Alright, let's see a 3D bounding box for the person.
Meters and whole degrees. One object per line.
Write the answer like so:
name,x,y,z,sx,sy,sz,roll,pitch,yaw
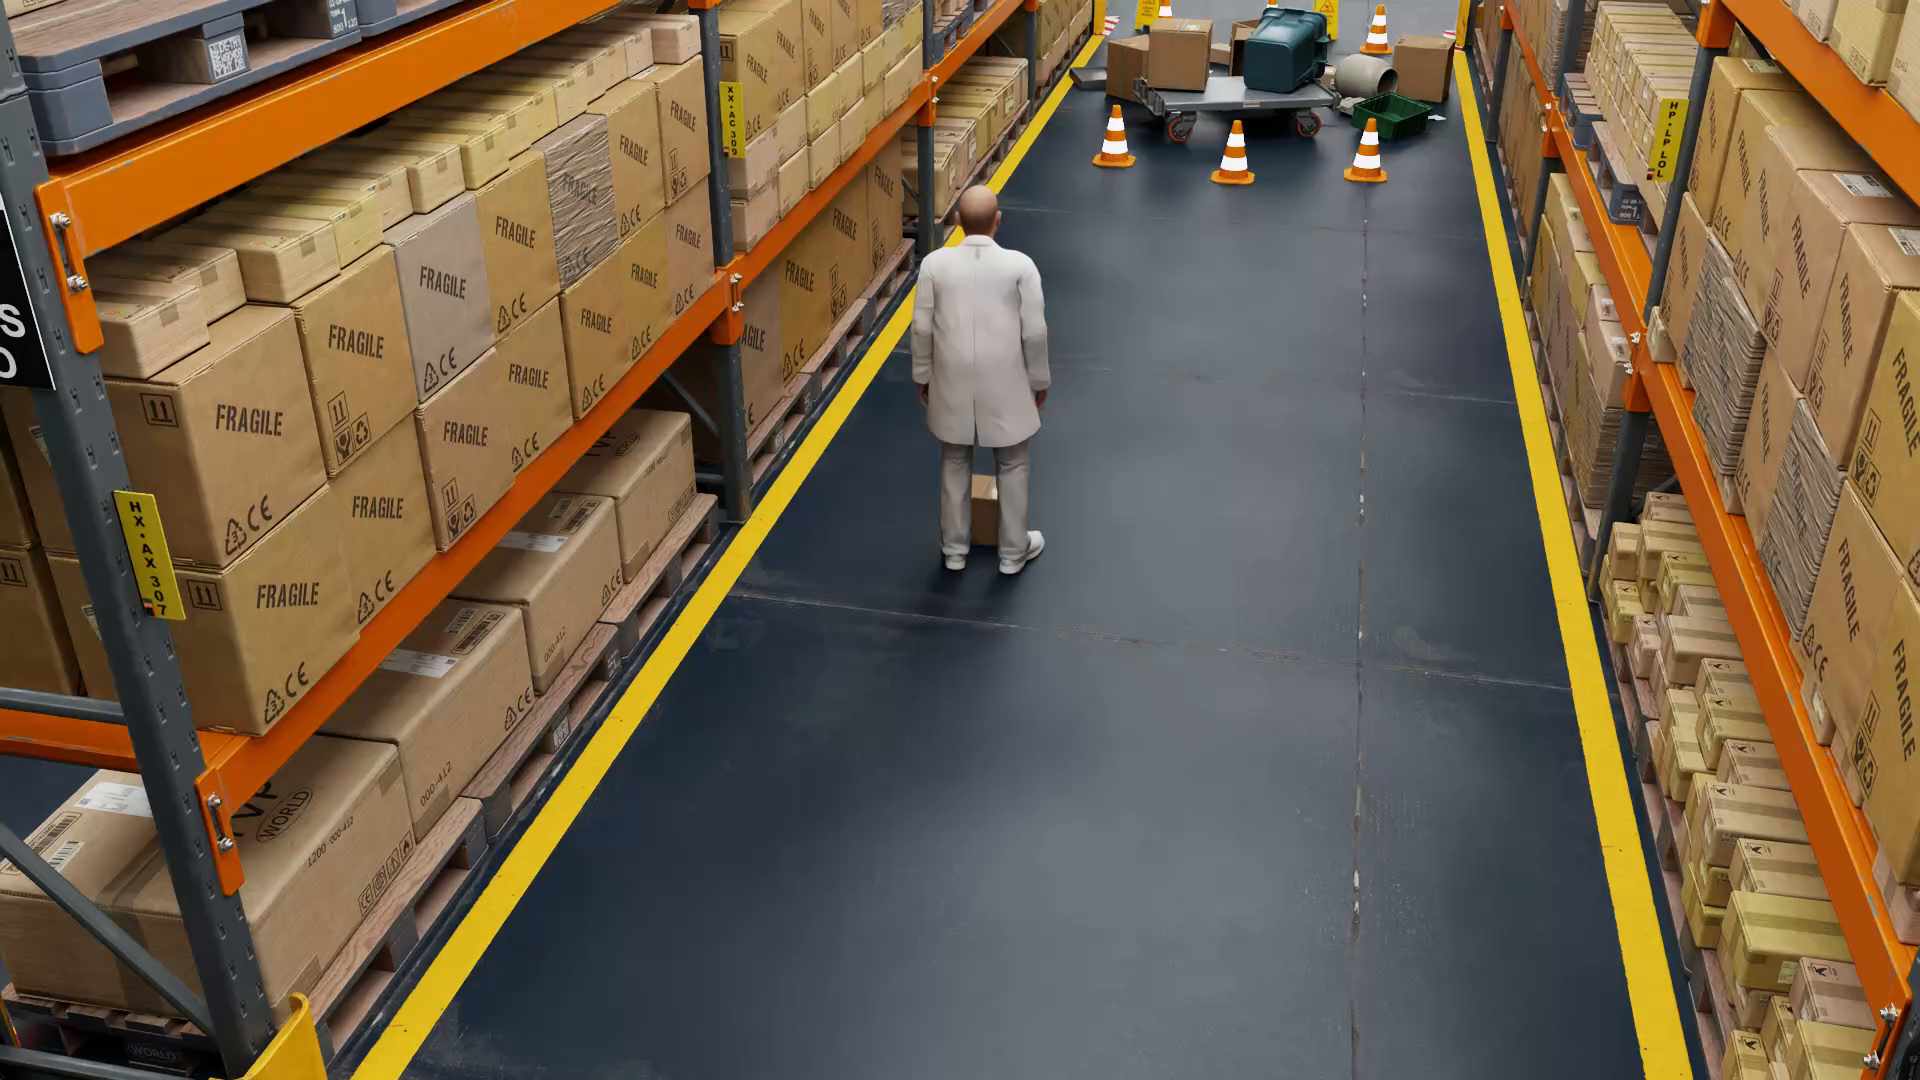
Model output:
person,0.092,-0.696,7.427,0.628,1.773,0.427,5,29,9
